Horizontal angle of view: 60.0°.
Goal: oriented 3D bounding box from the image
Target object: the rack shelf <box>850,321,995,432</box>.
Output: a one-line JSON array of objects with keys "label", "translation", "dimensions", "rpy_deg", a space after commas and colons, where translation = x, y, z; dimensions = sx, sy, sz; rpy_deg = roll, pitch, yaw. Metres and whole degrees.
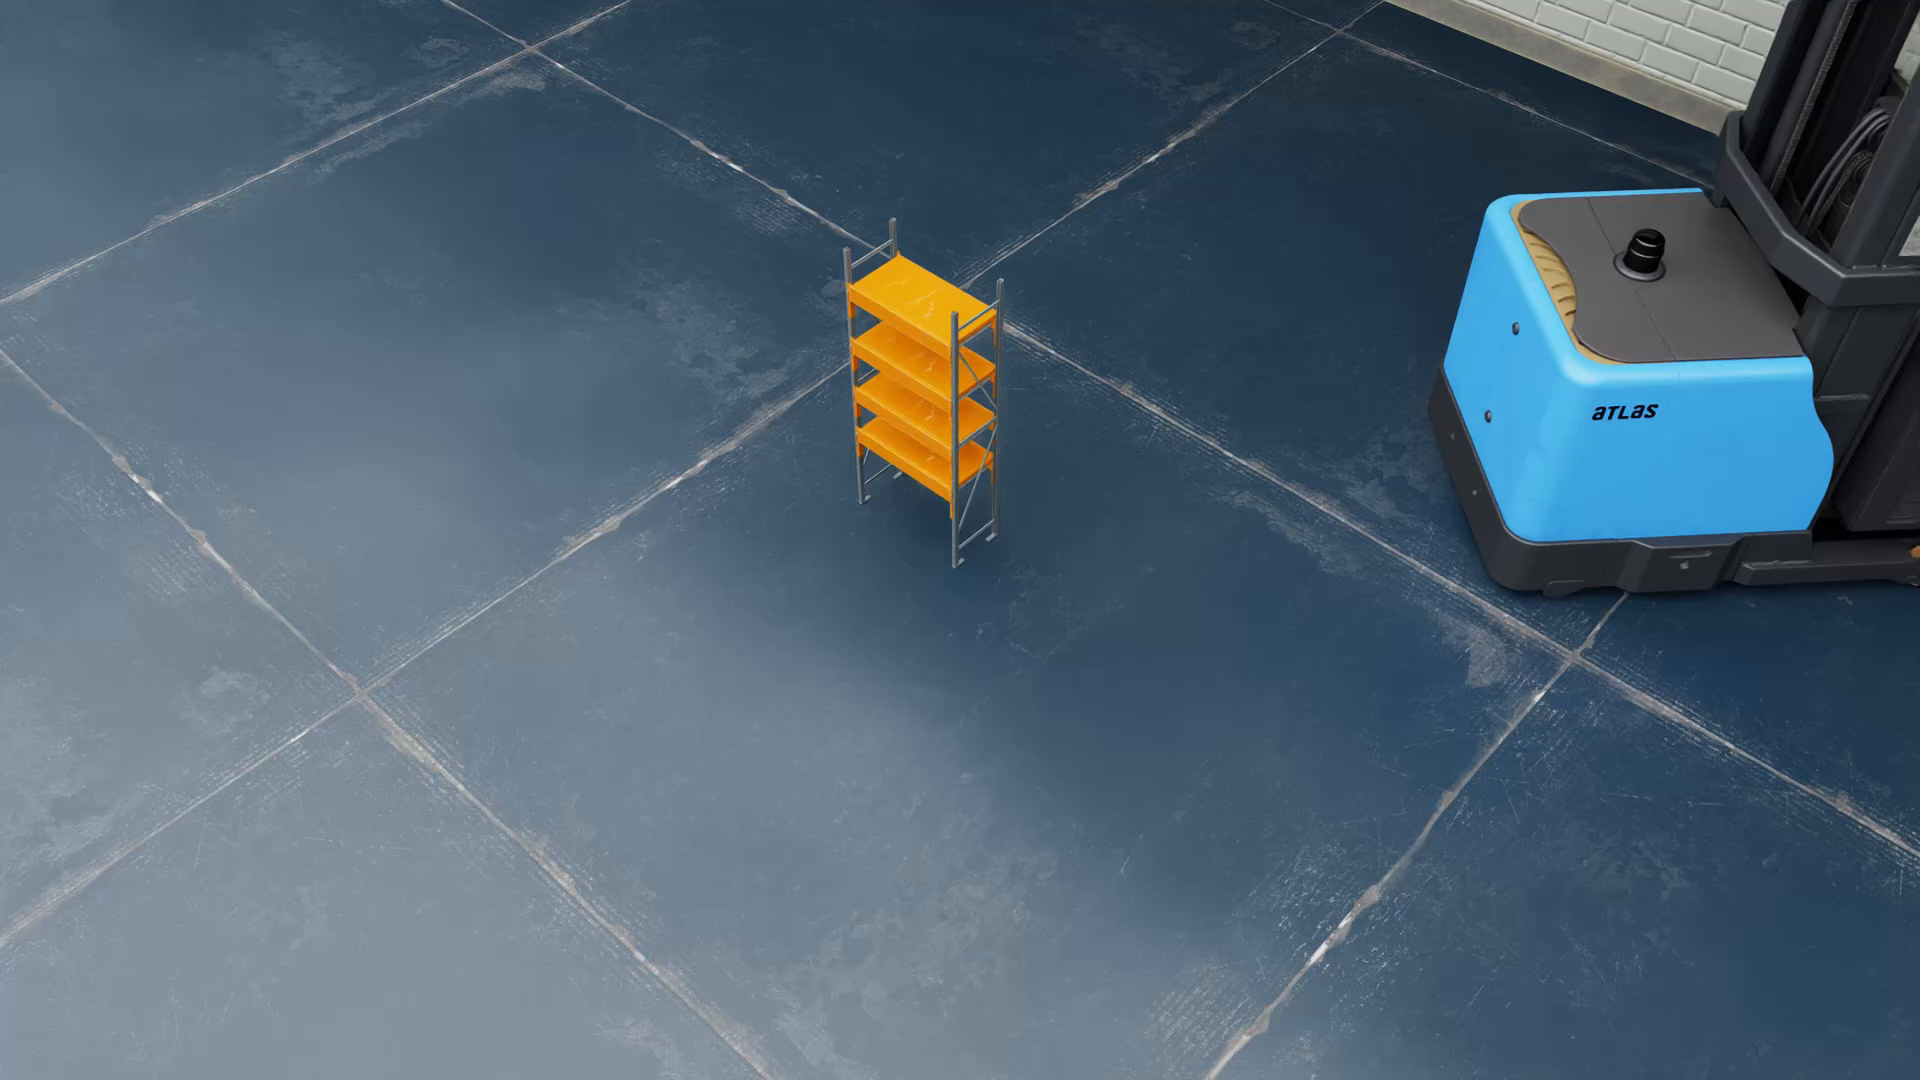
[{"label": "rack shelf", "translation": [-0.122, -0.600, 5.775], "dimensions": [0.480, 0.148, 0.258], "rpy_deg": [34, 55, 28]}]

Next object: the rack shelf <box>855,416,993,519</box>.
[{"label": "rack shelf", "translation": [-0.122, -0.311, 6.083], "dimensions": [0.480, 0.148, 0.258], "rpy_deg": [34, 55, 28]}]

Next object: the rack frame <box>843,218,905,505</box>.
[{"label": "rack frame", "translation": [-0.301, -0.613, 6.003], "dimensions": [0.015, 1.200, 0.240], "rpy_deg": [34, 55, 28]}]

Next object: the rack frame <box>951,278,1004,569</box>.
[{"label": "rack frame", "translation": [0.058, -0.372, 5.776], "dimensions": [0.015, 1.200, 0.240], "rpy_deg": [34, 55, 28]}]

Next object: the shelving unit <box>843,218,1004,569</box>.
[{"label": "shelving unit", "translation": [-0.122, -0.493, 5.889], "dimensions": [0.503, 1.200, 0.258], "rpy_deg": [34, 55, 28]}]

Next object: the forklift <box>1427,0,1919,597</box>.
[{"label": "forklift", "translation": [3.401, -1.219, 5.384], "dimensions": [3.031, 2.935, 1.130], "rpy_deg": [-3, 47, -3]}]

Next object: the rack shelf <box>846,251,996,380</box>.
[{"label": "rack shelf", "translation": [-0.122, -0.762, 5.603], "dimensions": [0.480, 0.148, 0.258], "rpy_deg": [34, 55, 28]}]

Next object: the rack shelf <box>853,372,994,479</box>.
[{"label": "rack shelf", "translation": [-0.122, -0.446, 5.938], "dimensions": [0.480, 0.148, 0.258], "rpy_deg": [34, 55, 28]}]
